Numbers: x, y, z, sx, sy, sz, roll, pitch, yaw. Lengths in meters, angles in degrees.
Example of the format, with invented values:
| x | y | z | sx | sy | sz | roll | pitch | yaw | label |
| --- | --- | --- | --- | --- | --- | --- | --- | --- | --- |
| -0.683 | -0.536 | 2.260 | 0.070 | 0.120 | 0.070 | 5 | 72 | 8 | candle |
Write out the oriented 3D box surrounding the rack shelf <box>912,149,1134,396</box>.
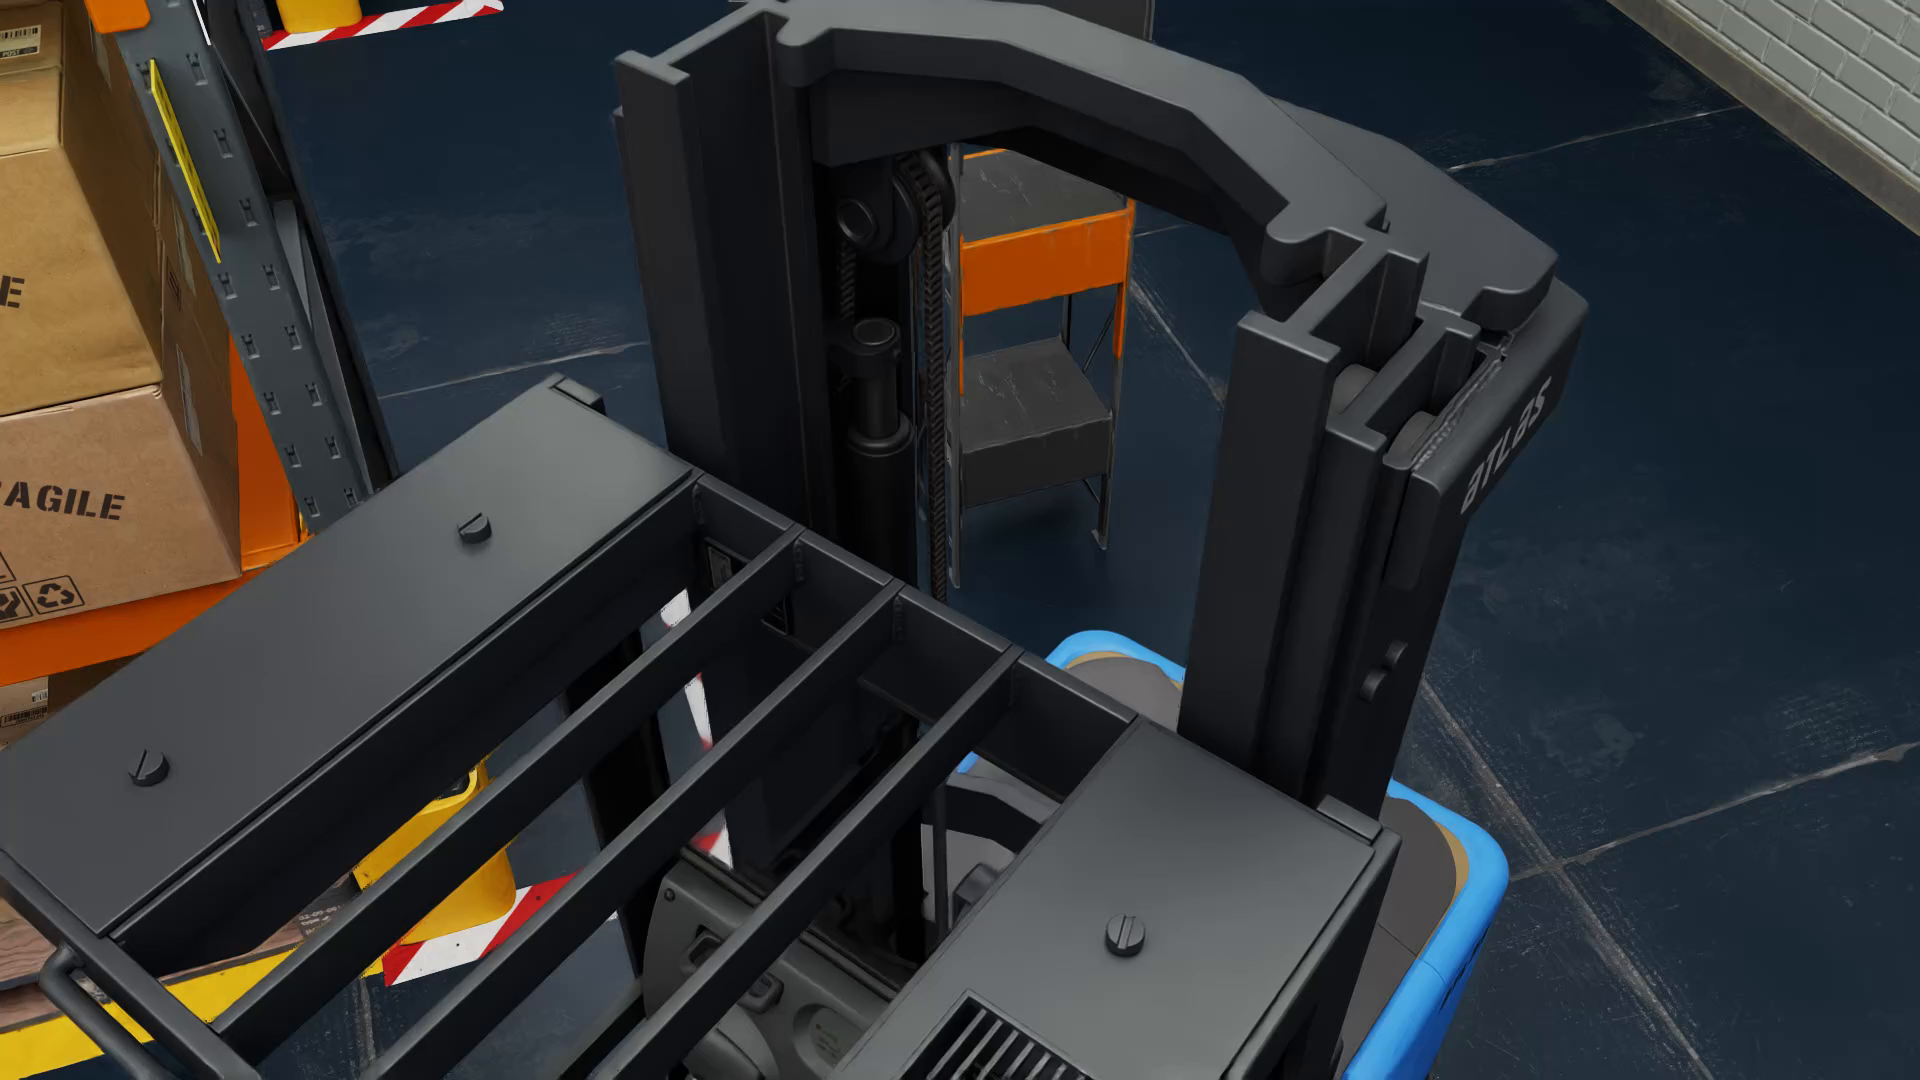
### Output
| x | y | z | sx | sy | sz | roll | pitch | yaw | label |
| --- | --- | --- | --- | --- | --- | --- | --- | --- | --- |
| 0.156 | -0.771 | 4.556 | 0.480 | 0.518 | 0.431 | -14 | 47 | -14 | rack shelf |

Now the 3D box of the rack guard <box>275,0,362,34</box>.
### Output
| x | y | z | sx | sy | sz | roll | pitch | yaw | label |
| --- | --- | --- | --- | --- | --- | --- | --- | --- | --- |
| -3.087 | -2.886 | 7.774 | 0.348 | 0.500 | 1.175 | -14 | 47 | -14 | rack guard |

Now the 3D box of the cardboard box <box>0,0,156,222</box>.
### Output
| x | y | z | sx | sy | sz | roll | pitch | yaw | label |
| --- | --- | --- | --- | --- | --- | --- | --- | --- | --- |
| -1.931 | -0.921 | 3.273 | 0.500 | 0.500 | 0.500 | -13 | 47 | -13 | cardboard box |

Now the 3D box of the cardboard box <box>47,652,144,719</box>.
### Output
| x | y | z | sx | sy | sz | roll | pitch | yaw | label |
| --- | --- | --- | --- | --- | --- | --- | --- | --- | --- |
| -1.852 | 0.558 | 4.030 | 0.500 | 0.500 | 0.500 | -14 | 47 | -14 | cardboard box |

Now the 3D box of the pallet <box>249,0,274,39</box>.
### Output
| x | y | z | sx | sy | sz | roll | pitch | yaw | label |
| --- | --- | --- | --- | --- | --- | --- | --- | --- | --- |
| -3.835 | -2.534 | 7.627 | 1.213 | 0.211 | 1.003 | -14 | 47 | -14 | pallet |

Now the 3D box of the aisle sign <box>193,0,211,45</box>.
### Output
| x | y | z | sx | sy | sz | roll | pitch | yaw | label |
| --- | --- | --- | --- | --- | --- | --- | --- | --- | --- |
| -1.256 | -1.194 | 2.487 | 0.004 | 0.787 | 0.394 | -14 | 47 | -14 | aisle sign |

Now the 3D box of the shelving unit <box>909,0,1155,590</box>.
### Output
| x | y | z | sx | sy | sz | roll | pitch | yaw | label |
| --- | --- | --- | --- | --- | --- | --- | --- | --- | --- |
| 0.156 | -0.781 | 4.546 | 0.503 | 2.100 | 0.431 | -14 | 47 | -14 | shelving unit |

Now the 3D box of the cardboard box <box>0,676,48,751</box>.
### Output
| x | y | z | sx | sy | sz | roll | pitch | yaw | label |
| --- | --- | --- | --- | --- | --- | --- | --- | --- | --- |
| -2.502 | 0.414 | 4.351 | 0.500 | 0.250 | 0.500 | -14 | 47 | -14 | cardboard box |

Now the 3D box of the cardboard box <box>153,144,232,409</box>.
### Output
| x | y | z | sx | sy | sz | roll | pitch | yaw | label |
| --- | --- | --- | --- | --- | --- | --- | --- | --- | --- |
| -1.931 | -0.568 | 3.628 | 0.500 | 0.500 | 0.500 | -13 | 47 | -13 | cardboard box |

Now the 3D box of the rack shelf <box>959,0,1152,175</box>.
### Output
| x | y | z | sx | sy | sz | roll | pitch | yaw | label |
| --- | --- | --- | --- | --- | --- | --- | --- | --- | --- |
| 0.156 | -1.266 | 4.060 | 0.480 | 0.518 | 0.431 | -14 | 47 | -14 | rack shelf |

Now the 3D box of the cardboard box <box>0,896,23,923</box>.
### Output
| x | y | z | sx | sy | sz | roll | pitch | yaw | label |
| --- | --- | --- | --- | --- | --- | --- | --- | --- | --- |
| -2.263 | 0.714 | 4.111 | 0.250 | 0.166 | 0.380 | -14 | 47 | -14 | cardboard box |

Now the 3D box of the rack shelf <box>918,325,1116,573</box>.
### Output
| x | y | z | sx | sy | sz | roll | pitch | yaw | label |
| --- | --- | --- | --- | --- | --- | --- | --- | --- | --- |
| 0.156 | -0.277 | 5.051 | 0.480 | 0.518 | 0.431 | -14 | 47 | -14 | rack shelf |

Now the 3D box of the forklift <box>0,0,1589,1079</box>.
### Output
| x | y | z | sx | sy | sz | roll | pitch | yaw | label |
| --- | --- | --- | --- | --- | --- | --- | --- | --- | --- |
| -0.224 | 0.930 | 2.253 | 1.130 | 2.935 | 3.031 | 28 | 51 | 25 | forklift |

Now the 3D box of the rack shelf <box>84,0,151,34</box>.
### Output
| x | y | z | sx | sy | sz | roll | pitch | yaw | label |
| --- | --- | --- | --- | --- | --- | --- | --- | --- | --- |
| -3.305 | -0.788 | 2.307 | 4.000 | 0.370 | 1.077 | -14 | 47 | -14 | rack shelf |

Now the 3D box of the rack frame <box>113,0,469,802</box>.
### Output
| x | y | z | sx | sy | sz | roll | pitch | yaw | label |
| --- | --- | --- | --- | --- | --- | --- | --- | --- | --- |
| -1.424 | -0.464 | 3.594 | 0.127 | 3.000 | 1.000 | -14 | 47 | -14 | rack frame |

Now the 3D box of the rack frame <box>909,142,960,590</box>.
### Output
| x | y | z | sx | sy | sz | roll | pitch | yaw | label |
| --- | --- | --- | --- | --- | --- | --- | --- | --- | --- |
| -0.074 | -0.722 | 4.487 | 0.015 | 2.100 | 0.400 | -14 | 47 | -14 | rack frame |

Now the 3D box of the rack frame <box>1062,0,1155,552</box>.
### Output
| x | y | z | sx | sy | sz | roll | pitch | yaw | label |
| --- | --- | --- | --- | --- | --- | --- | --- | --- | --- |
| 0.385 | -0.840 | 4.604 | 0.015 | 2.100 | 0.400 | -14 | 47 | -14 | rack frame |

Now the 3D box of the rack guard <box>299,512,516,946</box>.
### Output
| x | y | z | sx | sy | sz | roll | pitch | yaw | label |
| --- | --- | --- | --- | --- | --- | --- | --- | --- | --- |
| -1.496 | 0.437 | 4.461 | 0.348 | 0.500 | 1.175 | -14 | 47 | -14 | rack guard |

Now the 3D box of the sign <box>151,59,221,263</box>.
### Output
| x | y | z | sx | sy | sz | roll | pitch | yaw | label |
| --- | --- | --- | --- | --- | --- | --- | --- | --- | --- |
| -1.255 | -0.609 | 2.699 | 0.005 | 0.325 | 0.100 | -14 | 47 | -14 | sign |

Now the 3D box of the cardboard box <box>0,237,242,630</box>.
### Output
| x | y | z | sx | sy | sz | roll | pitch | yaw | label |
| --- | --- | --- | --- | --- | --- | --- | --- | --- | --- |
| -1.753 | -0.210 | 3.271 | 0.500 | 0.500 | 0.500 | -13 | 47 | -13 | cardboard box |

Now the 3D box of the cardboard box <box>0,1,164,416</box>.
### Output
| x | y | z | sx | sy | sz | roll | pitch | yaw | label |
| --- | --- | --- | --- | --- | --- | --- | --- | --- | --- |
| -1.749 | -0.562 | 2.916 | 0.500 | 0.500 | 0.500 | -15 | 47 | -14 | cardboard box |

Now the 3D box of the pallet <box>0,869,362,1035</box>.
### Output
| x | y | z | sx | sy | sz | roll | pitch | yaw | label |
| --- | --- | --- | --- | --- | --- | --- | --- | --- | --- |
| -2.245 | 0.731 | 4.372 | 1.213 | 0.211 | 1.003 | -14 | 47 | -14 | pallet |

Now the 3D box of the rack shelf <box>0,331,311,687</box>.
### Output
| x | y | z | sx | sy | sz | roll | pitch | yaw | label |
| --- | --- | --- | --- | --- | --- | --- | --- | --- | --- |
| -3.305 | 0.271 | 3.370 | 4.000 | 0.370 | 1.077 | -14 | 47 | -14 | rack shelf |
